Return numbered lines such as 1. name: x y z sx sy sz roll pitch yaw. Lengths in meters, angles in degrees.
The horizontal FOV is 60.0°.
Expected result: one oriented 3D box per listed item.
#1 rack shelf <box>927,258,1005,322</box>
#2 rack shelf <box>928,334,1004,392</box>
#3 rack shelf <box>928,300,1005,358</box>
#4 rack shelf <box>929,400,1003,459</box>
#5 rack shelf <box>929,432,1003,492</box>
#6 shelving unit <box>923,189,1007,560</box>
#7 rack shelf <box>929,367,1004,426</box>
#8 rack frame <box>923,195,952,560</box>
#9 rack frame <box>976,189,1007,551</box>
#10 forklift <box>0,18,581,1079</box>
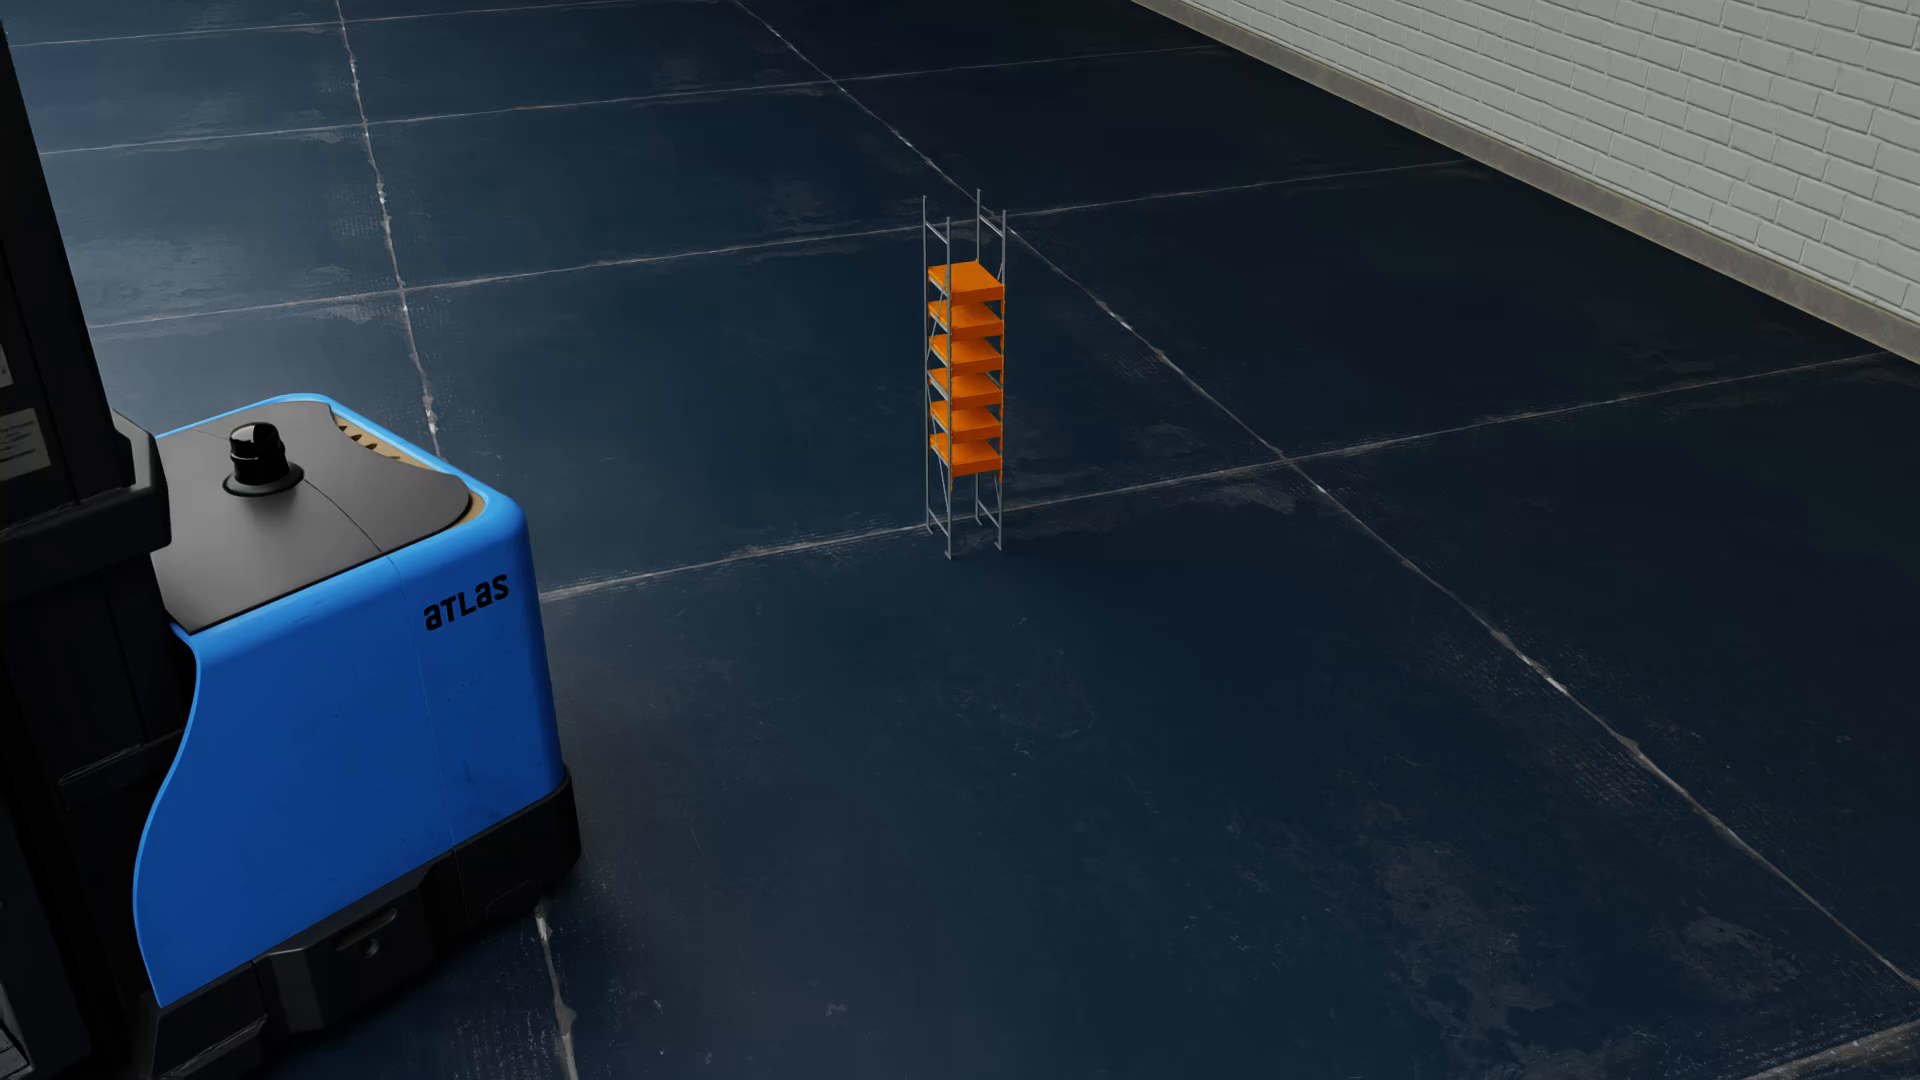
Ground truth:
1. rack shelf: 0.014 -0.798 5.301 0.180 0.103 0.258 -10 31 -18
2. rack shelf: 0.014 -0.589 5.420 0.180 0.103 0.258 -10 31 -18
3. rack shelf: 0.014 -0.694 5.361 0.180 0.103 0.258 -10 31 -18
4. rack shelf: 0.014 -0.381 5.539 0.180 0.103 0.258 -10 31 -18
5. rack shelf: 0.014 -0.277 5.598 0.180 0.103 0.258 -10 31 -18
6. shelving unit: 0.014 -0.524 5.457 0.189 1.200 0.258 -10 31 -18
7. rack shelf: 0.014 -0.485 5.479 0.180 0.103 0.258 -10 31 -18
8. rack frame: -0.072 -0.508 5.430 0.006 1.200 0.240 -10 31 -18
9. rack frame: 0.099 -0.540 5.485 0.006 1.200 0.240 -10 31 -18
10. forklift: -2.328 -0.043 2.865 1.130 2.935 3.031 25 38 36
